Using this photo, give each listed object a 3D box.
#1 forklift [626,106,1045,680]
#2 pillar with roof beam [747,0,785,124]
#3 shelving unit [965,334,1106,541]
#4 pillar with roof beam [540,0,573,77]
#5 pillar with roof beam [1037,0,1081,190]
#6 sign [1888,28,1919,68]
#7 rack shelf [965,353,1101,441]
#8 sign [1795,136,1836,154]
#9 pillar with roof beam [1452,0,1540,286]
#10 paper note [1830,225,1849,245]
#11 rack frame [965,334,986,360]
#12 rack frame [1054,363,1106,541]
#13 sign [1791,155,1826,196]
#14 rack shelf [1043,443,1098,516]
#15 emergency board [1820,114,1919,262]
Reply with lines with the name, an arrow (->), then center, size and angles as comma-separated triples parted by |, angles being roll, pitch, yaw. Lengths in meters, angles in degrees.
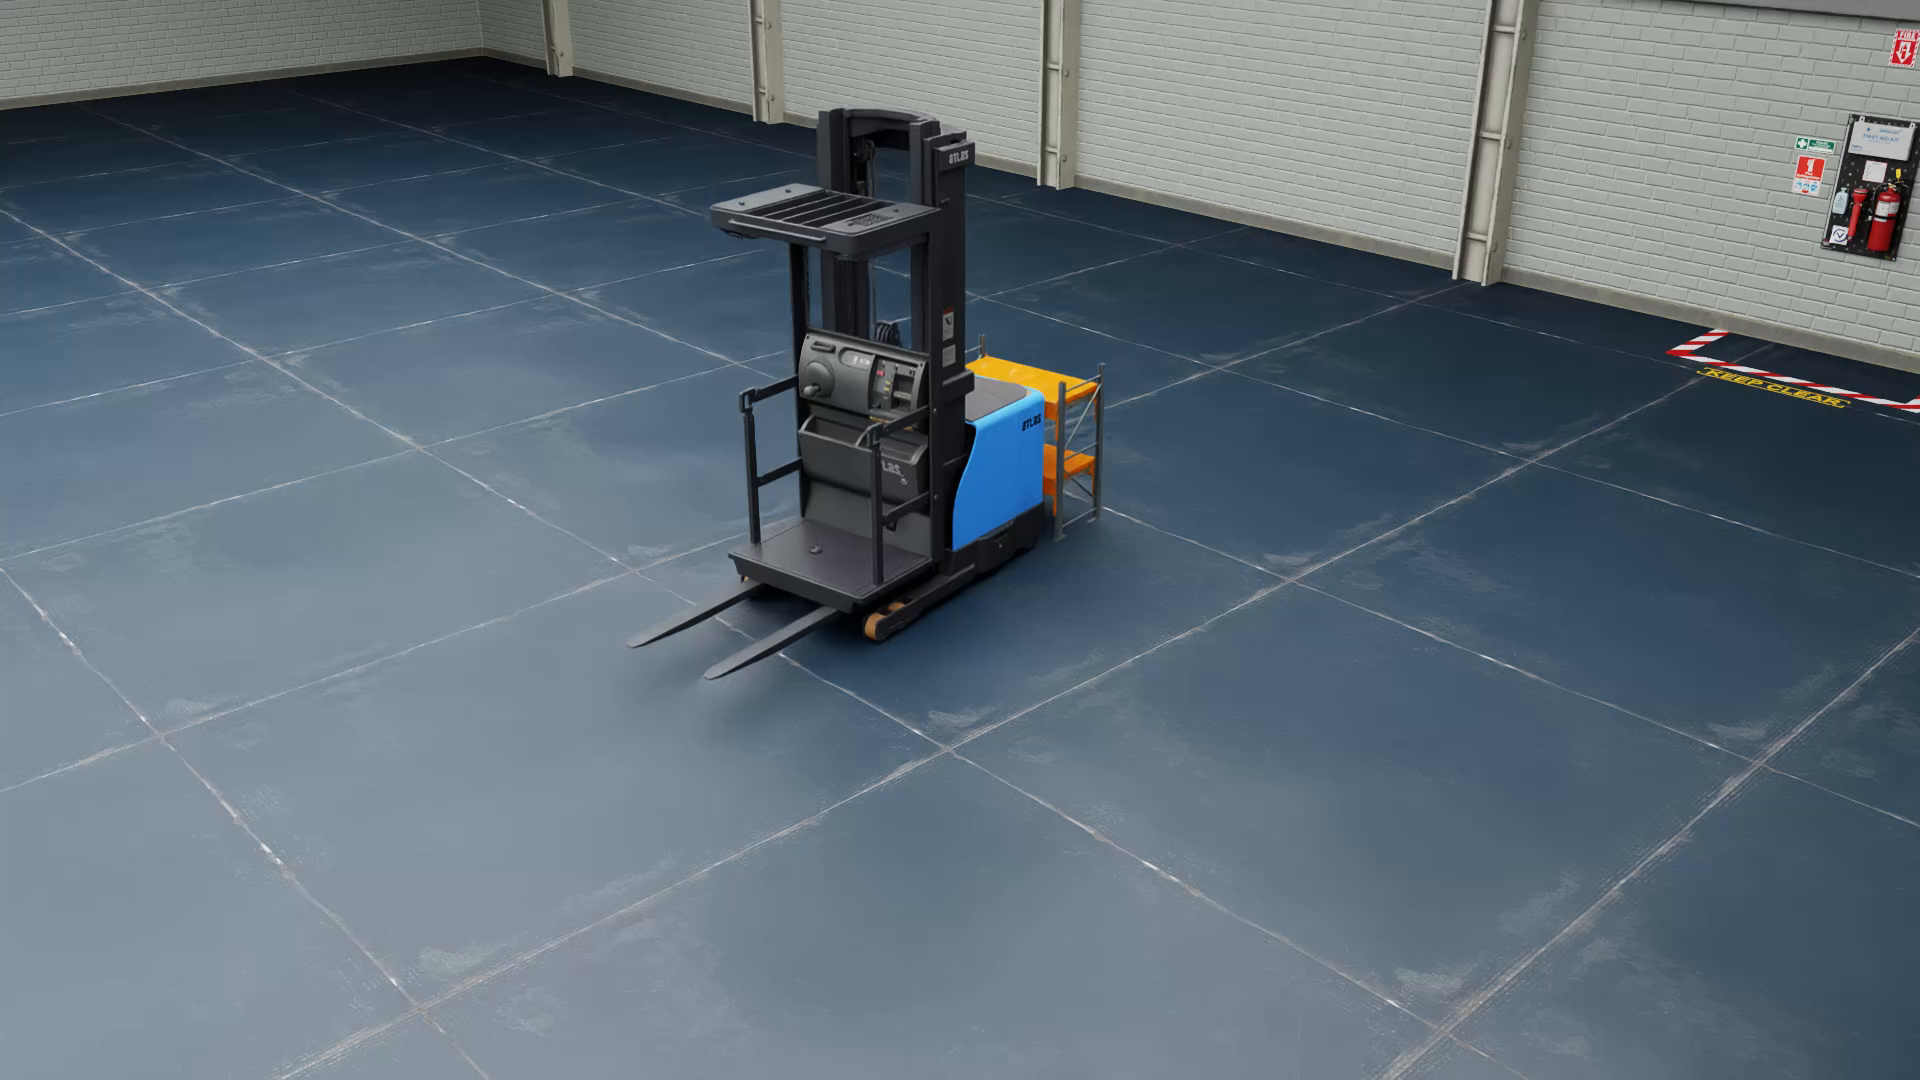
forklift -> -0.719, -0.958, 9.818 | 1.130, 2.935, 3.031 | 17, 30, 33
pillar with roof beam -> -6.021, -9.194, 20.561 | 9.100, 9.000, 0.400 | -21, 32, -38
shelving unit -> 0.410, -0.722, 11.476 | 1.048, 1.125, 0.538 | 18, 30, 35
pillar with roof beam -> -10.122, -11.012, 24.546 | 9.100, 9.000, 0.400 | -21, 32, -38
pillar with roof beam -> -1.920, -7.376, 16.576 | 9.100, 9.000, 0.400 | -21, 32, -38
sign -> 7.830, -4.077, 13.780 | 0.001, 0.298, 0.199 | -21, 32, -38
rack shelf -> 0.410, -0.988, 11.355 | 1.000, 0.278, 0.538 | 18, 30, 35
sign -> 7.457, -3.442, 14.499 | 0.001, 0.109, 0.331 | -21, 32, -38
pillar with roof beam -> 2.181, -5.558, 12.592 | 9.100, 9.000, 0.400 | -21, 32, -38
paper note -> 7.692, -2.664, 14.537 | 0.016, 0.148, 0.142 | -21, 32, -38
rack frame -> 0.014, -0.854, 11.766 | 0.032, 1.125, 0.500 | 18, 30, 35
rack frame -> 0.807, -0.590, 11.187 | 0.032, 1.125, 0.500 | 18, 30, 35
sign -> 7.460, -3.205, 14.618 | 0.001, 0.329, 0.234 | -21, 32, -38
rack shelf -> 0.410, -0.499, 11.578 | 1.000, 0.278, 0.538 | 18, 30, 35
emergency board -> 7.763, -2.992, 14.194 | 0.194, 1.169, 0.643 | -21, 32, -38
